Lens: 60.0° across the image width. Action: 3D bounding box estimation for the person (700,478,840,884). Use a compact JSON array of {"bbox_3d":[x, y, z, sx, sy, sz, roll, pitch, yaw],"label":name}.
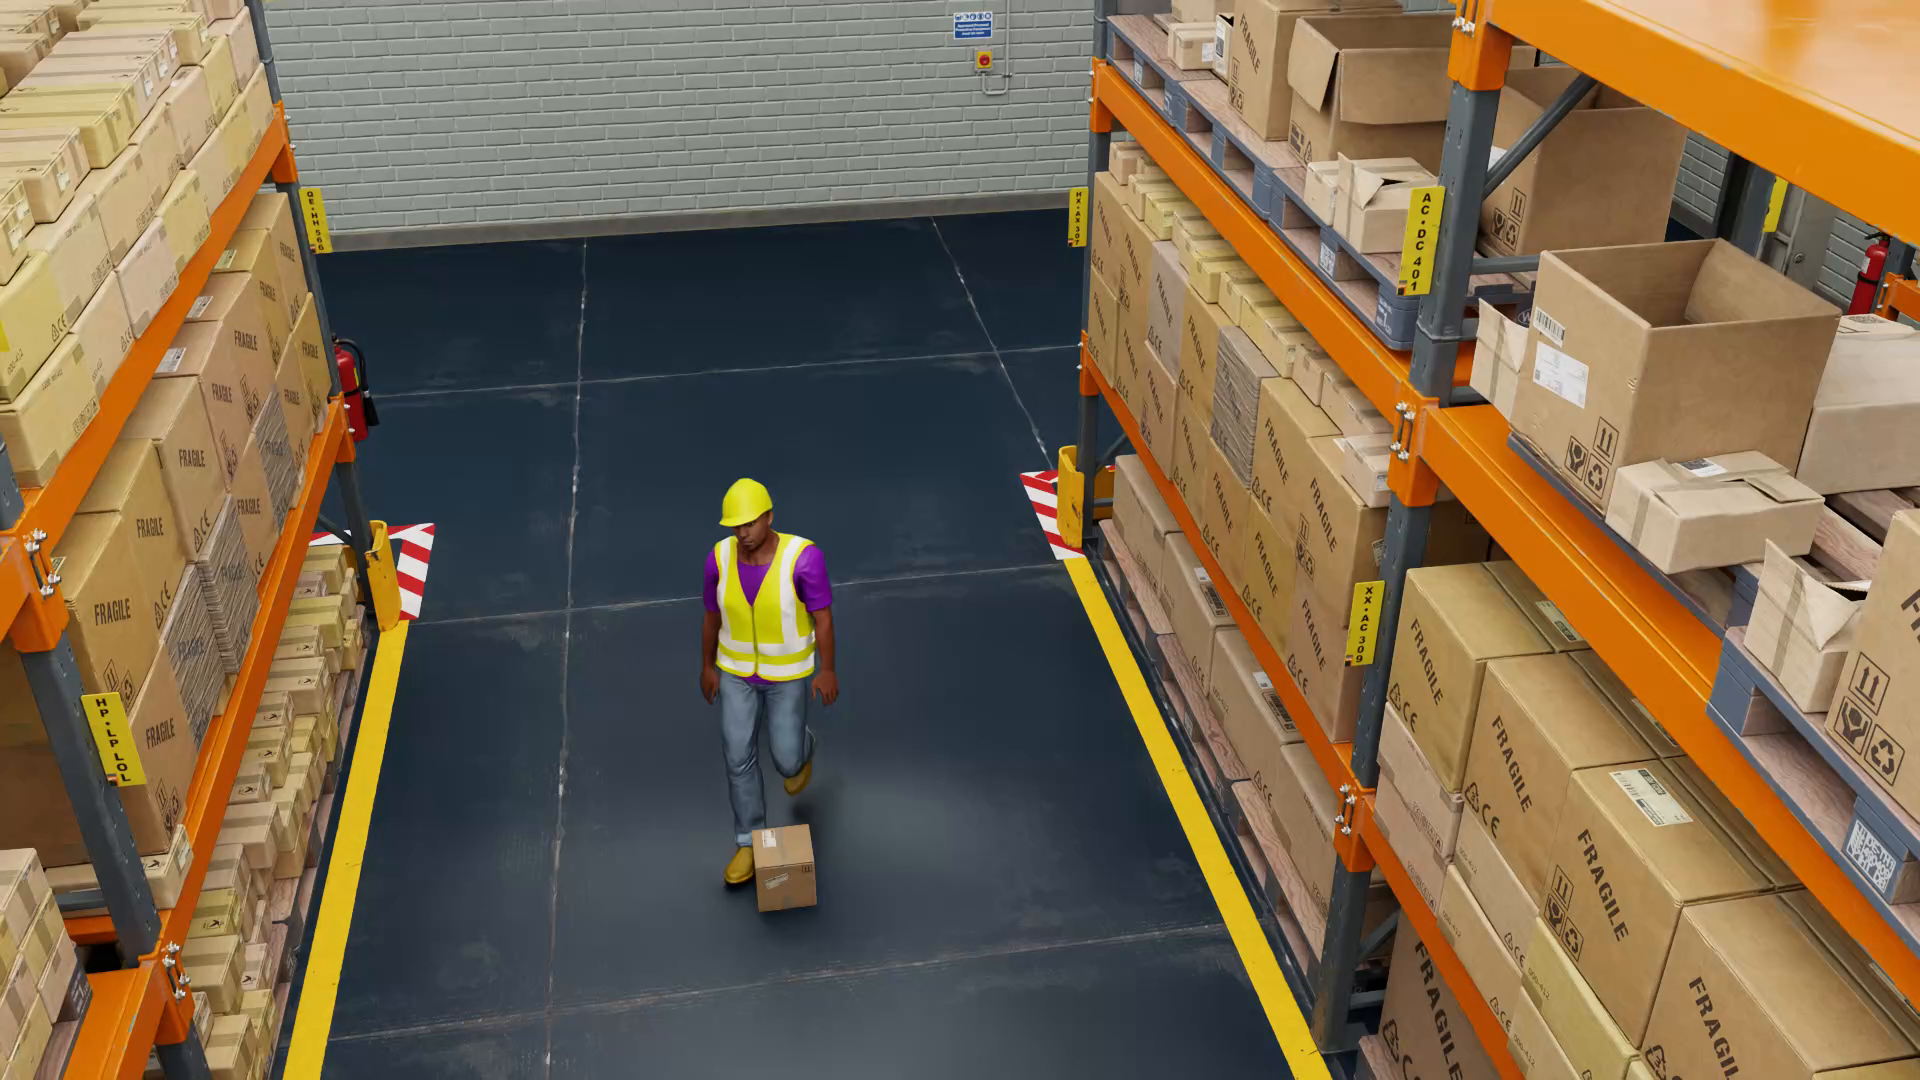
[{"bbox_3d":[-0.862,0.601,7.158,0.641,1.701,0.837,5,31,8],"label":"person"}]
